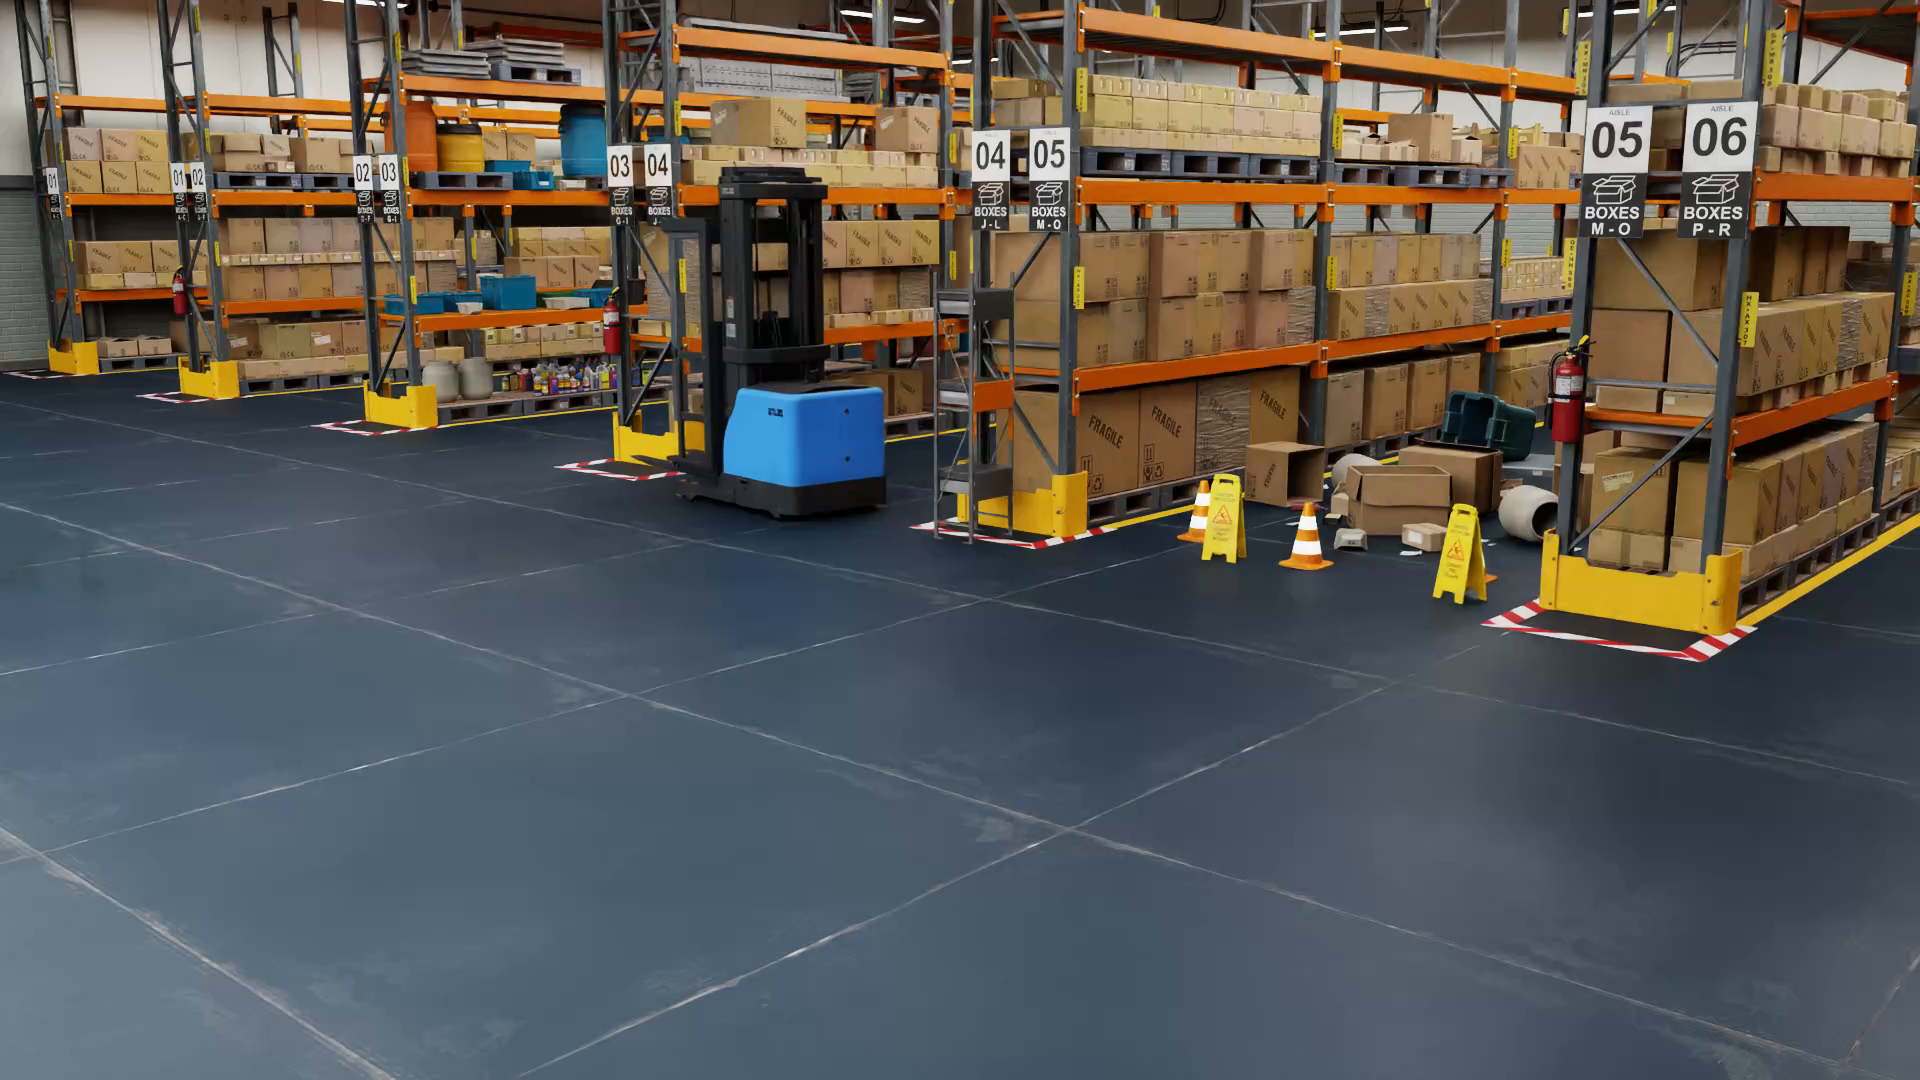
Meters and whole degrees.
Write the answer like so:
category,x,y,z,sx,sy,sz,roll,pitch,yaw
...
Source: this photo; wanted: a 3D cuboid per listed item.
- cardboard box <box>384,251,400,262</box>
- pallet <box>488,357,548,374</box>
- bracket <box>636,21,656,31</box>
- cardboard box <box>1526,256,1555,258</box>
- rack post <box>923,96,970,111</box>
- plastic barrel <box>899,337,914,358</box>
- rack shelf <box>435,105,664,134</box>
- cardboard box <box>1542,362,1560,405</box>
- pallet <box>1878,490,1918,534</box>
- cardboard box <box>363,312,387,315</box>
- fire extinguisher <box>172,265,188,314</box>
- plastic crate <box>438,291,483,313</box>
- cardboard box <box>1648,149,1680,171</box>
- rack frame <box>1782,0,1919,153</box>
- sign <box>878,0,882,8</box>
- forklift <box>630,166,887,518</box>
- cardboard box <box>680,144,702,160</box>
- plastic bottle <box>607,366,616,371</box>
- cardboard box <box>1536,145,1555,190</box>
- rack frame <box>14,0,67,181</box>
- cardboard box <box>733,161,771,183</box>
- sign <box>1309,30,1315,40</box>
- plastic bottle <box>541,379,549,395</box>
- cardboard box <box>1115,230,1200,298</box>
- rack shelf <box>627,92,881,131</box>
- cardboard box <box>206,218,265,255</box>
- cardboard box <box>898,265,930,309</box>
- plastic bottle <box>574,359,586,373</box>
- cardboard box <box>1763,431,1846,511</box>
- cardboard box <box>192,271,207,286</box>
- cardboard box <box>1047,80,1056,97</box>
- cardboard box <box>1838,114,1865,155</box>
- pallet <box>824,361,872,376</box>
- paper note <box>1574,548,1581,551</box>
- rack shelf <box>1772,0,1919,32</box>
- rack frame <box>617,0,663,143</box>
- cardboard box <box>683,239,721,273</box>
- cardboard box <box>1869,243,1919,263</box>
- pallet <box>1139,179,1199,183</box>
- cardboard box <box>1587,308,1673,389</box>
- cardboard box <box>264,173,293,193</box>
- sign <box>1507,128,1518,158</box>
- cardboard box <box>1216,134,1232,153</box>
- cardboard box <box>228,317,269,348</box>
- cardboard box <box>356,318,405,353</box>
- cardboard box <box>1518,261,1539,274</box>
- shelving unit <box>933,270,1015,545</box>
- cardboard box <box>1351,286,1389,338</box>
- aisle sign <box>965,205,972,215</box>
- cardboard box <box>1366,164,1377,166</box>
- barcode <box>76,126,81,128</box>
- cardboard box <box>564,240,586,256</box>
category,x,y,z,sx,sy,sz,roll,pitch,yaw
cardboard box,-8.629,-4.266,25.001,0.380,0.149,0.250,10,15,40
pallet,-7.480,-2.862,27.003,1.003,0.211,1.213,10,15,40
bracket,-6.575,-10.748,34.858,0.235,0.232,0.430,10,15,40
cardboard box,7.657,-3.690,22.077,0.380,0.149,0.250,10,15,42
rack post,-0.179,-7.035,26.733,0.954,0.300,0.937,-10,15,-41
plastic barrel,-0.963,-3.219,26.947,0.421,0.512,0.421,0,11,0
rack shelf,-6.617,-6.803,27.157,1.077,0.370,4.000,10,15,40
cardboard box,7.124,-1.969,20.721,0.500,0.500,0.500,9,15,39
pallet,7.458,-0.301,14.179,1.003,0.211,1.213,10,15,40
cardboard box,-10.884,-3.939,30.533,0.700,0.500,0.500,9,15,39
fire extinguisher,-11.005,-3.532,23.436,0.296,0.674,0.183,10,15,40
plastic crate,-6.321,-3.021,21.058,0.499,0.251,0.408,10,15,40
cardboard box,4.331,-2.402,10.559,0.380,0.149,0.250,10,15,41
rack frame,6.946,-4.495,12.744,1.000,3.000,0.127,10,15,40
sign,-0.919,-6.383,19.407,0.100,0.325,0.005,10,15,40
forklift,-1.975,-1.854,15.009,1.130,2.935,3.031,-9,15,-39
cardboard box,-2.783,-3.850,16.535,0.380,0.149,0.250,10,15,40
plastic bottle,-4.682,-2.211,22.451,0.152,0.276,0.135,10,15,40
cardboard box,6.703,-4.411,19.725,0.500,0.500,0.500,10,15,40
rack frame,-14.301,-7.110,25.831,1.000,3.000,0.127,10,15,40
cardboard box,-2.291,-3.758,17.092,0.500,0.250,0.500,9,15,39
sign,5.198,-7.382,24.610,0.100,0.325,0.005,10,15,40
plastic bottle,-5.360,-1.972,21.447,0.097,0.201,0.097,0,11,0
cardboard box,1.560,-2.401,14.432,0.875,0.550,0.550,10,15,40
rack shelf,-2.899,-6.162,23.948,1.077,0.370,4.000,10,15,40
cardboard box,-10.225,-4.288,23.453,0.700,0.500,0.500,10,15,41
cardboard box,-0.842,-2.972,19.416,0.875,0.500,0.500,10,15,40
plastic bottle,-5.188,-2.299,22.704,0.144,0.351,0.185,9,14,38
cardboard box,6.086,-0.507,12.124,0.500,0.500,0.500,11,16,43
cardboard box,-12.732,-4.361,27.720,0.500,0.250,0.500,10,15,41
cardboard box,0.654,-3.714,13.767,0.380,0.149,0.250,10,15,41
cardboard box,5.852,-2.773,11.400,0.500,0.250,0.500,10,15,42
pallet,-2.119,-2.587,25.626,1.003,0.211,1.213,10,15,40
paper note,4.714,0.063,12.817,0.142,0.019,0.148,4,12,21
rack shelf,5.625,-3.847,11.341,1.077,0.370,4.000,10,15,40
rack frame,-4.219,-6.417,22.365,1.000,3.000,0.127,10,15,40
cardboard box,-2.571,-2.977,16.892,0.500,0.500,0.500,10,15,40
cardboard box,7.522,-2.296,13.305,0.380,0.149,0.250,10,15,40
pallet,2.527,-4.903,22.926,1.213,0.211,1.003,11,16,43
cardboard box,4.457,-1.275,10.924,0.500,0.500,0.500,9,15,39
cardboard box,-11.810,-6.179,28.526,0.500,0.500,0.500,10,15,42
sign,6.213,-4.458,18.690,0.100,0.325,0.005,10,15,40
cardboard box,2.154,-3.462,14.541,0.380,0.149,0.250,10,15,40
cardboard box,-12.316,-3.588,28.777,0.500,0.500,0.500,8,14,36
cardboard box,-8.745,-3.099,25.102,0.500,0.500,0.500,10,15,40
cardboard box,6.768,-3.299,20.120,0.380,0.149,0.250,9,14,38
shelving unit,0.109,-1.054,13.127,0.431,2.100,0.503,10,15,40
cardboard box,4.043,-2.345,17.037,0.500,0.500,0.500,10,15,41
aisle sign,0.259,-7.127,34.598,0.394,0.787,0.004,10,15,40
cardboard box,6.353,-6.142,27.065,0.700,0.500,0.500,9,14,37
barcode,-14.208,-6.641,26.805,0.001,0.075,0.075,10,15,40
cardboard box,-7.826,-5.736,33.208,0.500,0.500,0.500,10,15,40
